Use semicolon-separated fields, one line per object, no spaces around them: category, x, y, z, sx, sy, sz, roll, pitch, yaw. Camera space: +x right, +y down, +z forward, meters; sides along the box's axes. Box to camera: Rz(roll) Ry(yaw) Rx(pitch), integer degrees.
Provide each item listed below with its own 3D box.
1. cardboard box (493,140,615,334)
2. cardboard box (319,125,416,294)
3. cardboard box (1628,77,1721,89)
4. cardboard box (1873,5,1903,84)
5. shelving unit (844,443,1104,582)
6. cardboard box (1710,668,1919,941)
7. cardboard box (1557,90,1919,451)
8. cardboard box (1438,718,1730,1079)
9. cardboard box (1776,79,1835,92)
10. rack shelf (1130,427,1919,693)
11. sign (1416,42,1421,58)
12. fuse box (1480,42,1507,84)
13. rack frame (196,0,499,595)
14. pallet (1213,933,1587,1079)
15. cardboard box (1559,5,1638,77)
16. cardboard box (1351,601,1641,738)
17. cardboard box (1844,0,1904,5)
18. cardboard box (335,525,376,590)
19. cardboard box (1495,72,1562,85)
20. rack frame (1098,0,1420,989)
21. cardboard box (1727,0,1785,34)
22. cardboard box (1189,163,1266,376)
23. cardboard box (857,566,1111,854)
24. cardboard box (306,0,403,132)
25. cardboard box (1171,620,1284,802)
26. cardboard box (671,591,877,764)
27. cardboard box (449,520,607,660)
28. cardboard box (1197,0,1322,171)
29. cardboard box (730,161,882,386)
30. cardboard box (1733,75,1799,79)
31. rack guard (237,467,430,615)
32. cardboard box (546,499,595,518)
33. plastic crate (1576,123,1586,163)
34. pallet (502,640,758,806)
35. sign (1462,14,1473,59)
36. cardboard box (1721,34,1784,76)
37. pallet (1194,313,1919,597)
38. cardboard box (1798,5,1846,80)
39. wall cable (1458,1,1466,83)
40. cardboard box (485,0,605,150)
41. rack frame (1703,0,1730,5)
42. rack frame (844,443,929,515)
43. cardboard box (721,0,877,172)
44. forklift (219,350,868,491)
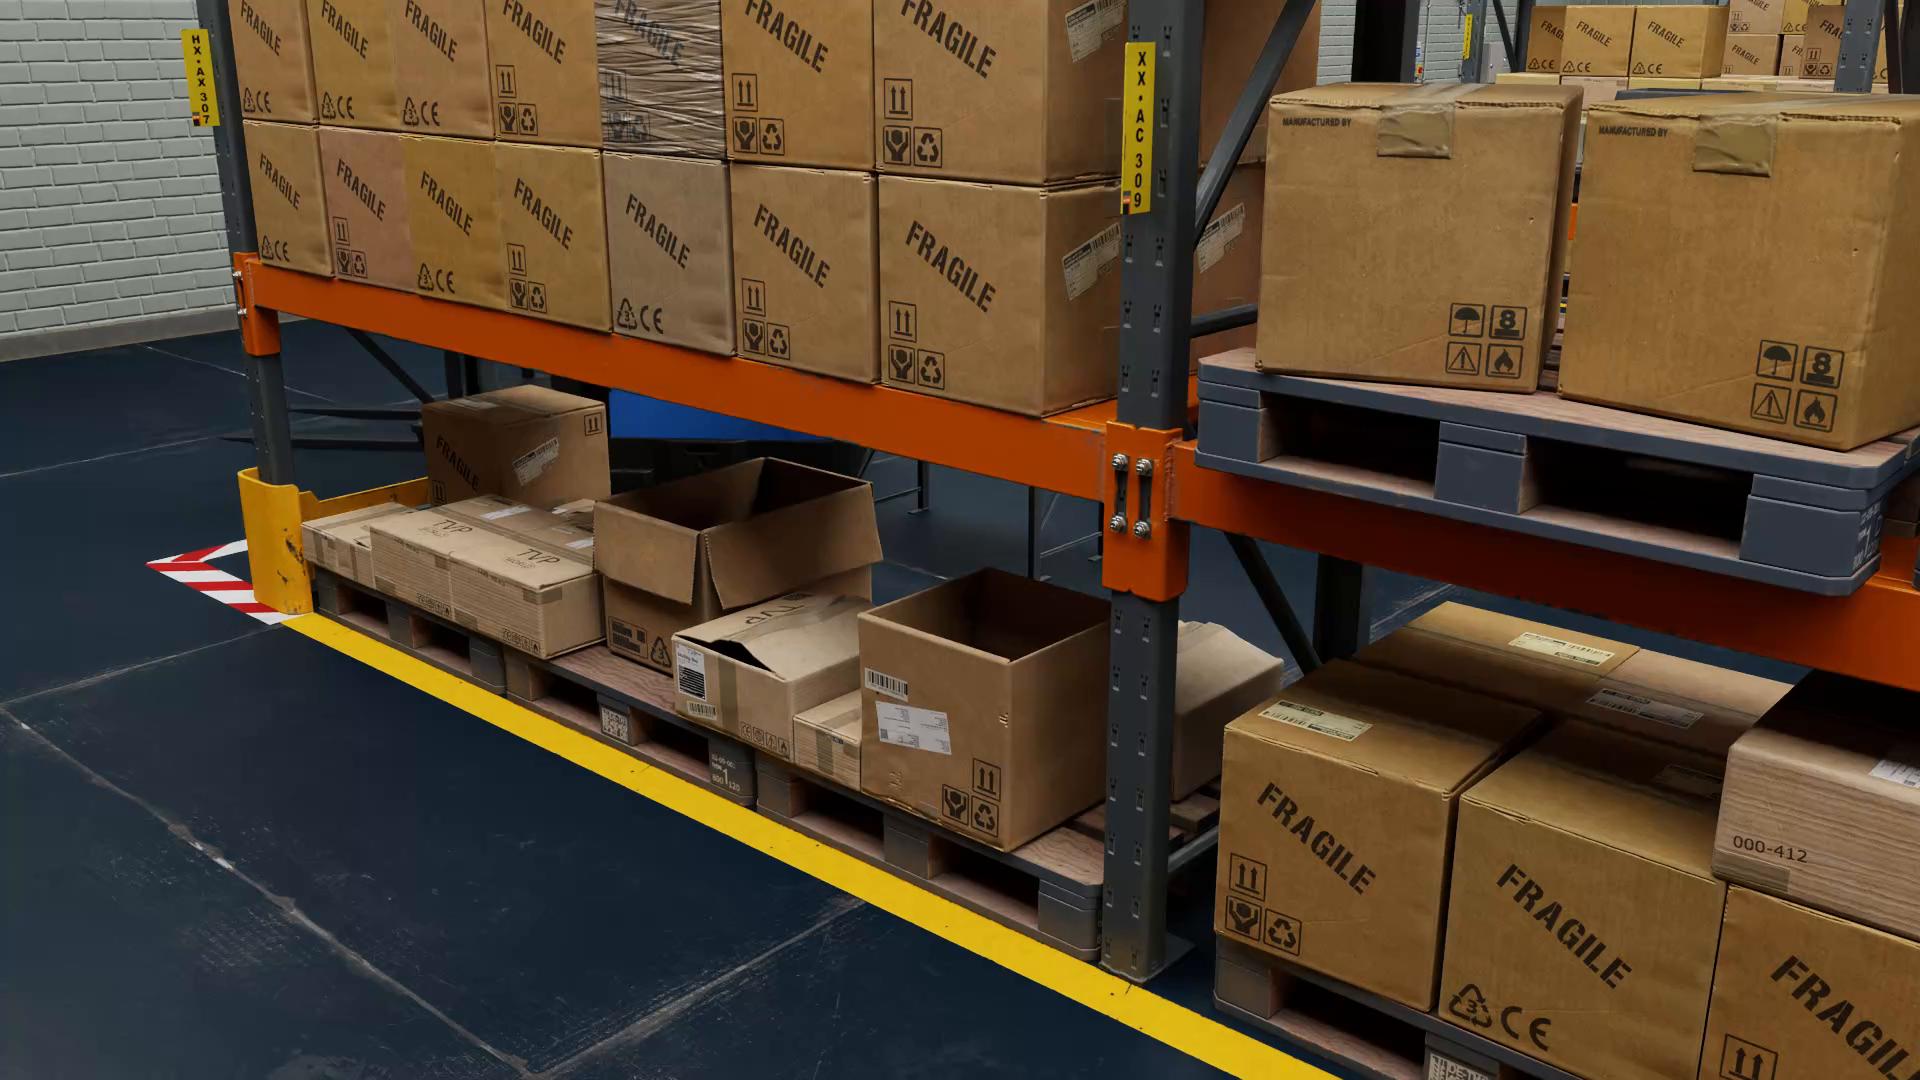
cardboard box;-0.993;-0.916;4.874;0.500;0.500;0.500;15;23;40
cardboard box;-1.740;-1.118;5.511;0.500;0.500;0.500;15;23;39
cardboard box;5.239;-3.270;12.214;0.500;0.250;0.500;14;22;37
cardboard box;6.391;-3.320;11.131;0.500;0.500;0.500;15;23;40
shelving unit;0.064;-0.698;6.831;1.048;1.500;0.538;15;23;39
cardboard box;1.654;0.459;2.872;0.500;0.250;0.500;15;23;39
cardboard box;1.468;-0.497;2.859;0.700;0.500;0.500;-14;22;-37
cardboard box;1.312;0.720;3.289;0.500;0.500;0.500;15;23;40
cardboard box;6.009;-3.064;11.565;0.500;0.250;0.500;16;23;40
rack shelf;2.202;0.226;2.630;4.000;0.370;1.077;15;23;39
sign;6.560;-7.061;23.956;0.001;0.218;0.327;15;23;39
fuse box;8.141;-6.763;25.593;0.414;1.711;0.539;15;23;39
rack frame;-2.286;-1.322;6.317;0.127;3.000;1.000;15;23;39
pallet;1.339;0.966;3.721;1.213;0.211;1.003;15;23;39
cardboard box;4.846;-3.732;12.429;0.500;0.500;0.500;14;23;38
cardboard box;1.265;0.498;3.990;0.500;0.500;0.500;15;23;39
cardboard box;8.576;-4.970;15.505;0.500;0.500;0.500;14;23;38
cardboard box;-2.014;0.031;6.011;0.250;0.166;0.380;15;23;39
cardboard box;4.472;-3.475;12.859;0.500;0.250;0.500;14;23;38
rack frame;0.706;-0.518;3.786;0.127;3.000;1.000;15;23;39
cardboard box;7.820;-5.180;16.164;0.500;0.500;0.500;15;23;39
cardboard box;0.505;-0.730;4.288;0.500;0.500;0.500;16;23;41
cardboard box;0.091;0.413;4.256;0.500;0.500;0.500;15;23;39
cardboard box;-1.733;-1.594;5.357;0.500;0.500;0.500;15;23;40
cardboard box;0.535;0.420;4.546;0.500;0.311;0.500;15;23;39
cardboard box;-0.470;0.353;4.759;0.500;0.311;0.500;15;23;39
cardboard box;-1.320;0.153;5.488;0.500;0.250;0.500;15;23;39
cardboard box;0.540;-1.201;4.119;0.500;0.500;0.500;16;23;41
cardboard box;-0.225;-0.712;4.230;0.500;0.500;0.500;16;24;41
cardboard box;5.983;-3.287;12.268;0.500;0.250;0.500;15;23;39
rack guard;-2.229;-0.115;6.647;0.348;0.500;1.175;15;23;39
cardboard box;-1.473;-0.026;6.190;0.250;0.166;0.380;15;23;39
plastic crate;2.977;-1.959;8.422;0.530;0.282;0.437;15;23;39
pallet;-0.724;0.428;5.415;1.213;0.211;1.003;15;23;39
sign;3.919;-3.888;12.842;0.005;0.325;0.100;15;23;39
cardboard box;7.813;-4.701;16.308;0.500;0.500;0.500;16;24;42
pallet;1.231;-0.242;3.232;1.213;0.211;1.003;15;23;39
cardboard box;6.340;-3.545;11.839;0.500;0.500;0.500;14;22;38
wall cable;7.570;-7.739;24.857;0.122;1.984;0.588;15;23;39
cardboard box;-0.982;-1.390;4.716;0.500;0.500;0.500;15;23;39
rack frame;7.660;-4.664;16.849;0.127;3.000;1.000;15;23;39
rack frame;-0.316;-0.800;7.152;0.032;1.500;0.500;15;23;39
cardboard box;-0.229;-1.188;4.078;0.500;0.500;0.500;14;23;38
forklift;-1.994;-1.734;7.729;3.031;2.935;1.130;1;18;5
